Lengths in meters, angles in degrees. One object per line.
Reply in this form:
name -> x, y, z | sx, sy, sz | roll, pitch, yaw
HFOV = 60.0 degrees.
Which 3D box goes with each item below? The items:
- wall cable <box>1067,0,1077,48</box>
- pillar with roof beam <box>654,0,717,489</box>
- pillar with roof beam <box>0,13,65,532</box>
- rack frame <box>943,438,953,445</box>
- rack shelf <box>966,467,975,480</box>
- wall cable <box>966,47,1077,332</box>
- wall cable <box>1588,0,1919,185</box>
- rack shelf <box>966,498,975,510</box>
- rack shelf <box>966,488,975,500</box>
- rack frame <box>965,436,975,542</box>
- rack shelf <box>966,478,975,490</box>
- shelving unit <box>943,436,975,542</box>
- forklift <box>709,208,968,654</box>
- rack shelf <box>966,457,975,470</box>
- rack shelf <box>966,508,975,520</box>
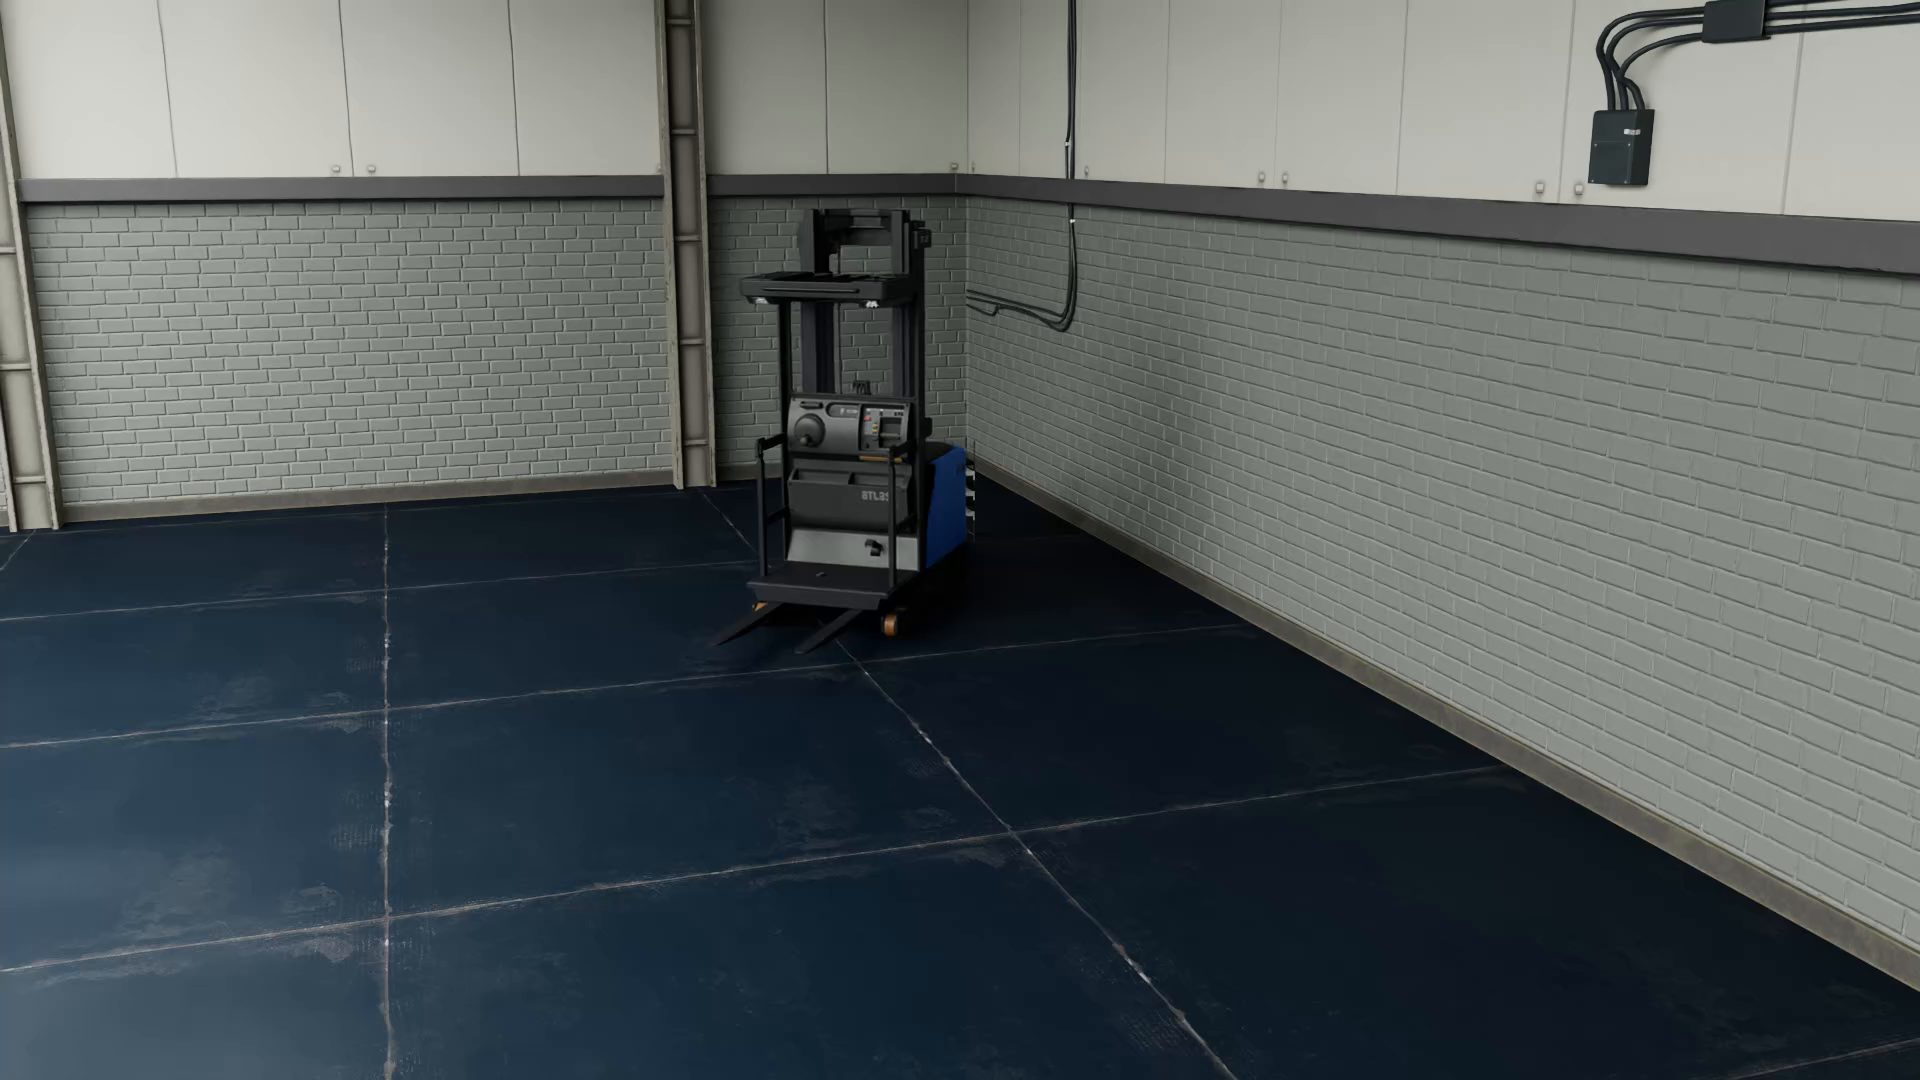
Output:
wall cable -> 1.367, -5.221, 12.940 | 0.112, 2.526, 3.097 | -4, 14, -18
pillar with roof beam -> -1.337, -3.996, 11.996 | 0.400, 9.000, 9.100 | -4, 14, -18
pillar with roof beam -> -7.024, -3.553, 10.134 | 0.400, 9.000, 9.100 | -4, 14, -18
rack frame -> -0.104, -0.430, 14.505 | 0.006, 0.900, 0.240 | -4, 14, -18
rack shelf -> -0.008, -0.580, 14.502 | 0.200, 0.077, 0.258 | -4, 14, -18
wall cable -> 0.504, -3.357, 16.019 | 0.112, 2.526, 3.097 | -4, 14, -18
wall cable -> 3.517, -4.439, 6.508 | 0.169, 6.003, 2.305 | -4, 14, -18
rack shelf -> -0.008, -0.317, 14.565 | 0.200, 0.077, 0.258 | -4, 14, -18
rack shelf -> -0.008, -0.405, 14.544 | 0.200, 0.077, 0.258 | -4, 14, -18
rack frame -> 0.089, -0.445, 14.568 | 0.006, 0.900, 0.240 | -4, 14, -18
rack shelf -> -0.008, -0.492, 14.523 | 0.200, 0.077, 0.258 | -4, 14, -18
shelving unit -> -0.008, -0.437, 14.536 | 0.210, 0.900, 0.258 | -4, 14, -18
forklift -> -0.866, -0.843, 11.853 | 1.130, 2.935, 3.031 | 4, 14, 17
rack shelf -> -0.008, -0.667, 14.481 | 0.200, 0.077, 0.258 | -4, 14, -18
rack shelf -> -0.008, -0.230, 14.585 | 0.200, 0.077, 0.258 | -4, 14, -18
